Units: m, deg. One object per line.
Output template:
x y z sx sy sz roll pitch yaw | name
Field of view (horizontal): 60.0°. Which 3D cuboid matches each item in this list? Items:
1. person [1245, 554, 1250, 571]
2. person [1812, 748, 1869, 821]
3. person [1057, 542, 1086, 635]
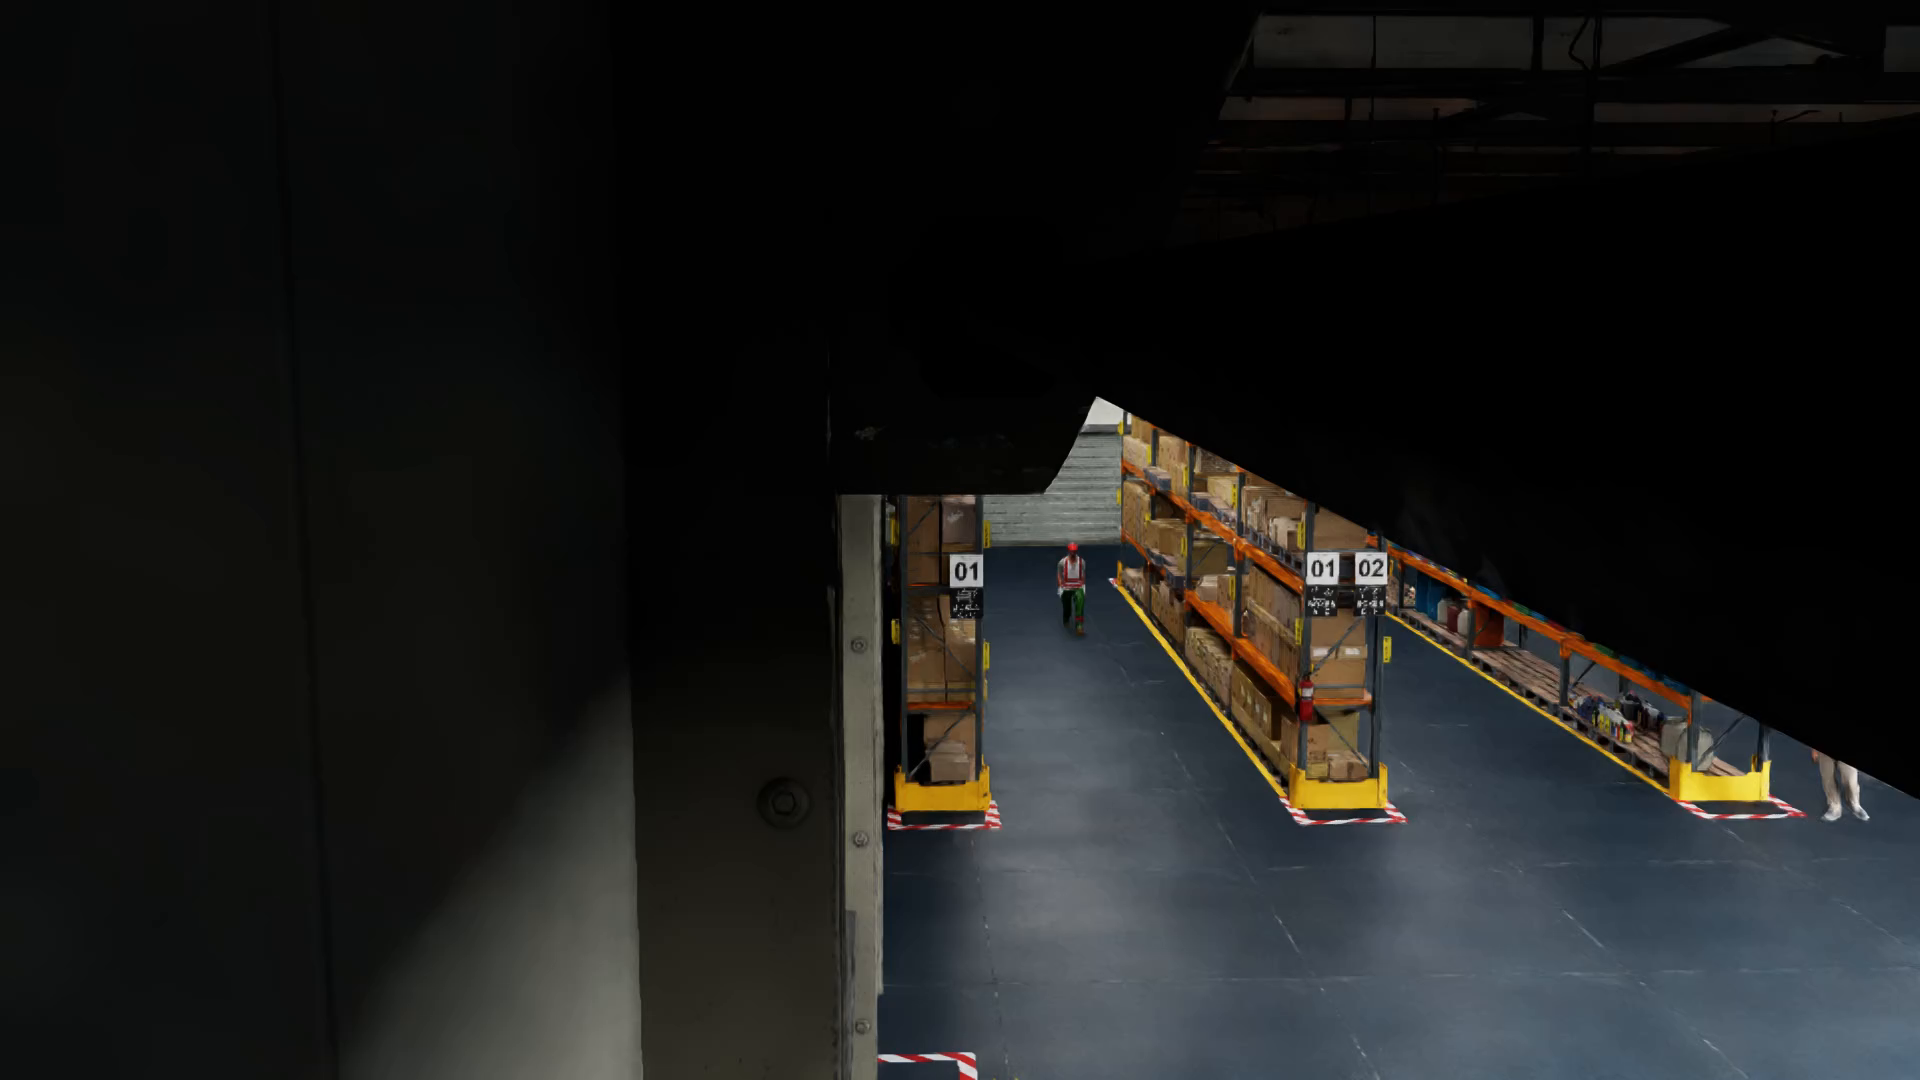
6.567 -0.097 37.995 0.453 1.658 0.635 4 9 23 | person
10.633 2.541 20.054 0.678 1.709 0.489 7 11 40 | person
2.101 0.880 31.189 0.553 1.709 1.123 0 8 -1 | person
